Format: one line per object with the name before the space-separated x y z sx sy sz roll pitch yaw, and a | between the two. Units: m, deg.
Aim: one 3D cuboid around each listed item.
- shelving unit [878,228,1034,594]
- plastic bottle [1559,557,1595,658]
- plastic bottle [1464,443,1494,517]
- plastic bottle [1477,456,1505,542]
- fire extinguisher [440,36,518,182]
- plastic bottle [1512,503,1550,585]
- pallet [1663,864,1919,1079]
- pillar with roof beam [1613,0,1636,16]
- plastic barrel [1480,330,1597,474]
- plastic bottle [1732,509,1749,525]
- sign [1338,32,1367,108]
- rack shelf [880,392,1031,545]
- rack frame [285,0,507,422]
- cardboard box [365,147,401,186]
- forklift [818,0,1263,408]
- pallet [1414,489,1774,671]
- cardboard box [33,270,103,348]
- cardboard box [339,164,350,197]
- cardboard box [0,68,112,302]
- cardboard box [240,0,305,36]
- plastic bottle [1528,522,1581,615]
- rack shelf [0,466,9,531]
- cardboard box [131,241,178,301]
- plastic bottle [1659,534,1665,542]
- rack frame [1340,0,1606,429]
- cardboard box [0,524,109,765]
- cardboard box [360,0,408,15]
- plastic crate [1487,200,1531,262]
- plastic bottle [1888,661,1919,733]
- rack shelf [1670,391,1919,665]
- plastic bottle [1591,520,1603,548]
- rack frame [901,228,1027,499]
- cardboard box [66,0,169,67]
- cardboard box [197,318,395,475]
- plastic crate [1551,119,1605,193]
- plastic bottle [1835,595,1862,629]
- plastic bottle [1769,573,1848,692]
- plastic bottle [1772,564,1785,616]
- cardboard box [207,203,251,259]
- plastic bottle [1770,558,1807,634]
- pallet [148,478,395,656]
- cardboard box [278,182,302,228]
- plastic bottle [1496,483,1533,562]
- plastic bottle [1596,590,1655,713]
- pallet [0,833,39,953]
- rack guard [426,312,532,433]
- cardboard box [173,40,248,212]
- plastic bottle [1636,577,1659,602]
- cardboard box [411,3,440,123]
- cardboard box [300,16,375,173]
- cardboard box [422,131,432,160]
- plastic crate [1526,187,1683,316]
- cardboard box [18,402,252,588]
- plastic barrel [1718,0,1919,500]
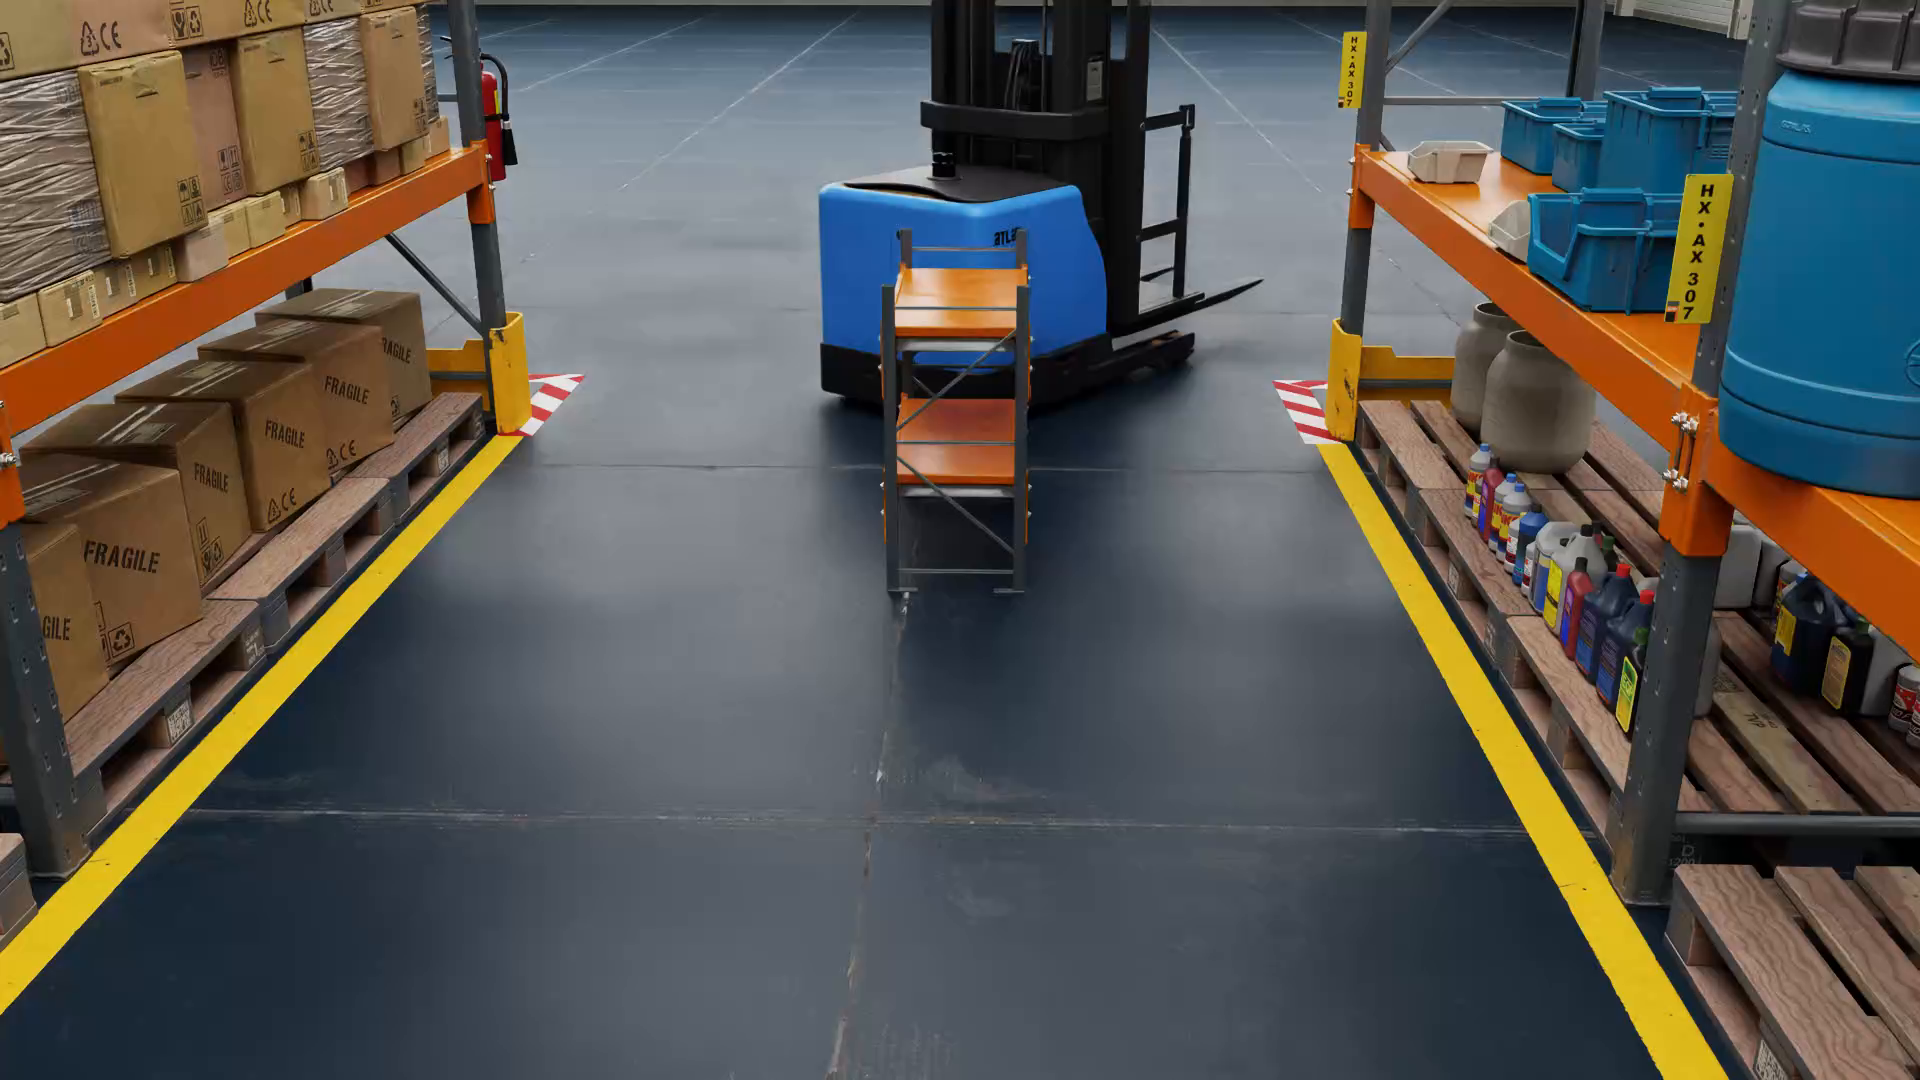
shelving unit | 0.000 -0.522 6.319 0.538 1.125 1.048 1 21 2
plastic bottle | 1.863 0.202 5.009 0.061 0.283 0.133 2 21 5
plastic bottle | 1.918 -0.222 6.118 0.097 0.271 0.097 0 21 0
plastic bottle | 1.893 -0.146 5.905 0.061 0.283 0.133 1 21 3
fire extinguisher | -2.202 -1.996 7.633 0.296 0.674 0.183 1 21 2
plastic bottle | 1.898 0.011 5.516 0.097 0.271 0.097 0 21 0
pallet | 2.178 1.090 3.429 1.003 0.211 1.213 1 21 2
pillar with roof beam | 9.640 -15.261 33.419 9.100 9.000 0.400 1 21 2
plastic barrel | 2.326 -0.557 6.676 0.421 0.512 0.421 0 21 0
plastic bottle | 2.626 -0.041 5.543 0.144 0.351 0.185 2 21 4
sign | 1.735 -2.078 7.354 0.100 0.325 0.005 1 21 2
rack shelf | 0.000 -0.294 6.408 0.538 0.278 1.000 1 21 2
rack frame | -2.666 -1.995 7.525 1.000 3.000 0.127 1 21 2
cardboard box | -2.456 -1.501 6.599 0.380 0.149 0.250 1 21 2
forklift | 0.614 -2.366 8.575 1.130 2.935 3.031 16 26 35
pallet | 2.259 0.121 5.926 1.003 0.211 1.213 1 21 2
cardboard box | -2.460 -0.597 4.268 0.380 0.149 0.250 1 21 2
cardboard box | -2.490 -1.321 6.134 0.380 0.149 0.250 1 21 2
cardboard box | -2.712 -0.897 4.143 0.875 0.500 0.500 1 21 2
cardboard box | -2.486 -1.903 5.355 0.500 0.500 0.500 1 21 2
plastic bottle | 1.919 0.089 5.310 0.152 0.276 0.135 1 21 3
rack shelf | -2.849 0.509 2.064 1.077 0.370 4.000 1 21 2
cardboard box | -2.482 -0.778 4.735 0.380 0.149 0.250 1 21 2
plastic bottle | 2.525 -0.121 5.841 0.061 0.283 0.133 1 21 2
rack frame | 2.285 -1.941 7.385 1.000 3.000 0.127 1 21 2
cardboard box | -2.736 0.276 4.546 0.500 0.500 0.500 0 21 0
cardboard box | -2.445 -2.264 6.287 0.500 0.500 0.500 1 21 2
plastic crate | 1.959 -0.962 5.225 0.530 0.136 0.437 1 21 2
plastic bottle | 2.617 0.421 4.558 0.097 0.201 0.097 0 21 0
rack shelf | 2.102 0.564 1.924 1.077 0.370 4.000 1 21 2
plastic bottle | 2.025 0.087 5.306 0.061 0.283 0.133 1 21 2
rack frame | 0.015 -0.706 6.793 0.500 1.125 0.032 1 21 2
cardboard box | -2.506 -1.541 4.423 0.500 0.500 0.500 1 21 2
cardboard box | -2.686 -0.584 6.762 0.500 0.500 0.500 6 22 16
plastic crate | 2.543 -1.453 6.332 0.499 0.251 0.408 1 21 2
plastic bottle | 2.602 0.248 4.797 0.144 0.351 0.185 1 21 3
plastic bottle | 2.458 0.246 4.801 0.144 0.351 0.185 1 21 2
plastic bottle | 2.640 0.147 5.263 0.097 0.201 0.097 0 21 0
cardboard box | -2.467 -0.959 5.200 0.380 0.149 0.250 1 21 2
plastic bottle | 2.575 0.163 5.126 0.097 0.271 0.097 0 21 0
pallet | -2.768 0.065 6.069 1.003 0.211 1.213 1 21 2
cardboard box | -2.486 -1.140 5.667 0.380 0.149 0.250 1 21 2
plastic bottle | 1.904 -0.062 5.705 0.097 0.271 0.097 0 21 0
plastic bottle | 1.894 0.299 4.665 0.144 0.351 0.185 0 21 0
pallet | -2.810 1.032 3.577 1.003 0.211 1.213 1 21 2
rack guard | -2.668 -0.803 7.906 1.175 0.500 0.348 1 21 2
cardboard box | -2.747 -1.259 5.077 0.875 0.500 0.500 1 21 2
plastic bottle | 2.049 0.257 4.877 0.152 0.276 0.135 1 21 2
cardboard box | -2.710 -1.982 6.941 0.875 0.500 0.500 1 21 2
cardboard box | -2.664 -1.620 6.007 0.875 0.500 0.500 1 21 2
cardboard box | -2.477 -1.683 7.066 0.380 0.149 0.250 1 21 2
plastic crate | 1.925 -0.829 4.723 0.499 0.251 0.616 1 21 2
cardboard box | -2.785 -0.156 5.660 0.500 0.500 0.500 -1 21 -3
plastic barrel | 1.848 -0.592 3.215 0.600 0.901 0.708 1 21 2
